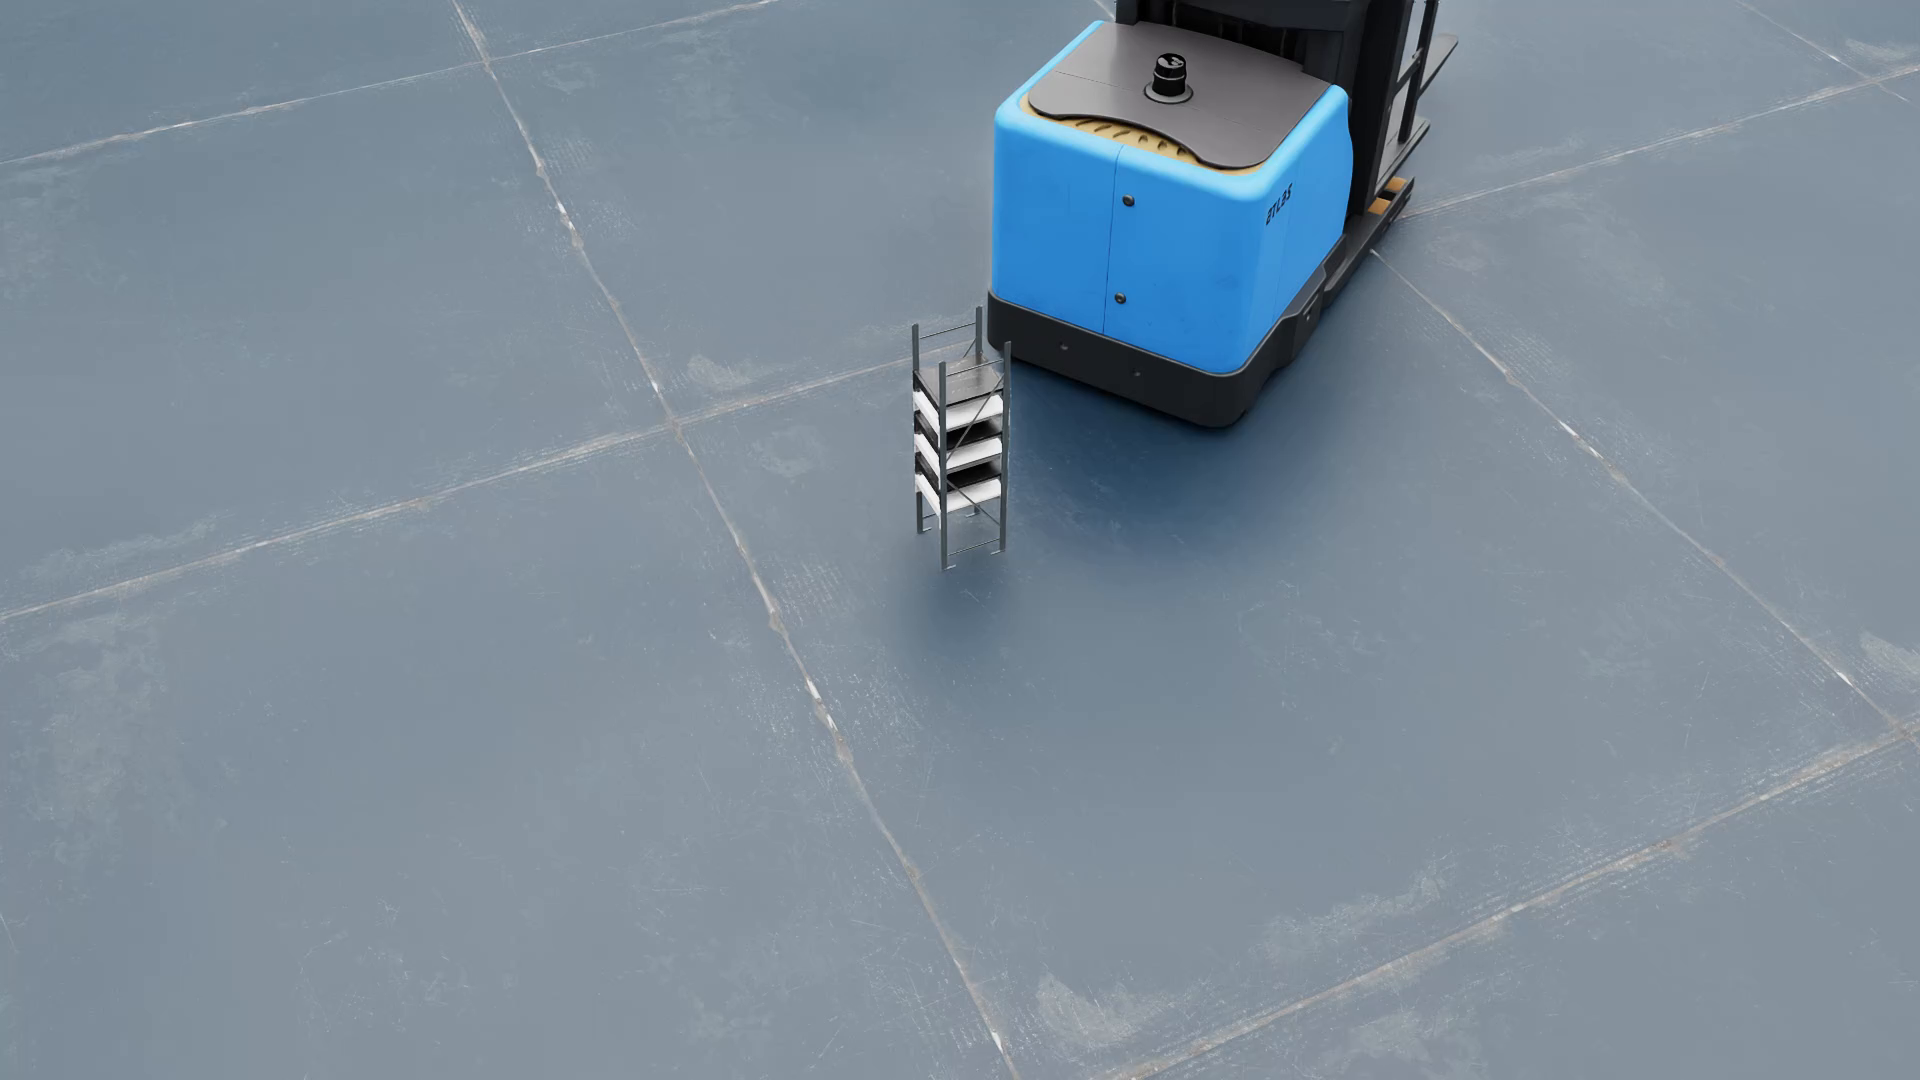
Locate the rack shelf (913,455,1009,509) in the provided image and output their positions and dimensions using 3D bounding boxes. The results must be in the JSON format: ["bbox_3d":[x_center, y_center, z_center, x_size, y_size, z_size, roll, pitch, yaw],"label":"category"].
[{"bbox_3d":[0.003,-0.227,5.515,0.258,0.077,0.200,-18,47,-17],"label":"rack shelf"}]

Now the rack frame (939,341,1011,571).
[{"bbox_3d":[0.046,-0.250,5.363,0.240,0.900,0.006,-18,47,-17],"label":"rack frame"}]

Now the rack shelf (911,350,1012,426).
[{"bbox_3d":[0.003,-0.484,5.262,0.258,0.077,0.200,-18,47,-17],"label":"rack shelf"}]

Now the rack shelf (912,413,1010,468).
[{"bbox_3d":[0.003,-0.355,5.389,0.258,0.077,0.200,-18,47,-17],"label":"rack shelf"}]

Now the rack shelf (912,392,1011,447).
[{"bbox_3d":[0.003,-0.420,5.326,0.258,0.077,0.200,-18,47,-17],"label":"rack shelf"}]

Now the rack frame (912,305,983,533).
[{"bbox_3d":[-0.039,-0.380,5.494,0.240,0.900,0.006,-18,47,-17],"label":"rack frame"}]

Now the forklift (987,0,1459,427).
[{"bbox_3d":[1.291,-2.476,6.173,1.130,2.935,3.031,23,49,21],"label":"forklift"}]

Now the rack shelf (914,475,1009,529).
[{"bbox_3d":[0.003,-0.163,5.579,0.258,0.077,0.200,-18,47,-17],"label":"rack shelf"}]

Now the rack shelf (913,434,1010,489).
[{"bbox_3d":[0.003,-0.291,5.452,0.258,0.077,0.200,-18,47,-17],"label":"rack shelf"}]

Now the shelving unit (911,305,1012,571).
[{"bbox_3d":[0.003,-0.315,5.429,0.258,0.900,0.210,-18,47,-17],"label":"shelving unit"}]
